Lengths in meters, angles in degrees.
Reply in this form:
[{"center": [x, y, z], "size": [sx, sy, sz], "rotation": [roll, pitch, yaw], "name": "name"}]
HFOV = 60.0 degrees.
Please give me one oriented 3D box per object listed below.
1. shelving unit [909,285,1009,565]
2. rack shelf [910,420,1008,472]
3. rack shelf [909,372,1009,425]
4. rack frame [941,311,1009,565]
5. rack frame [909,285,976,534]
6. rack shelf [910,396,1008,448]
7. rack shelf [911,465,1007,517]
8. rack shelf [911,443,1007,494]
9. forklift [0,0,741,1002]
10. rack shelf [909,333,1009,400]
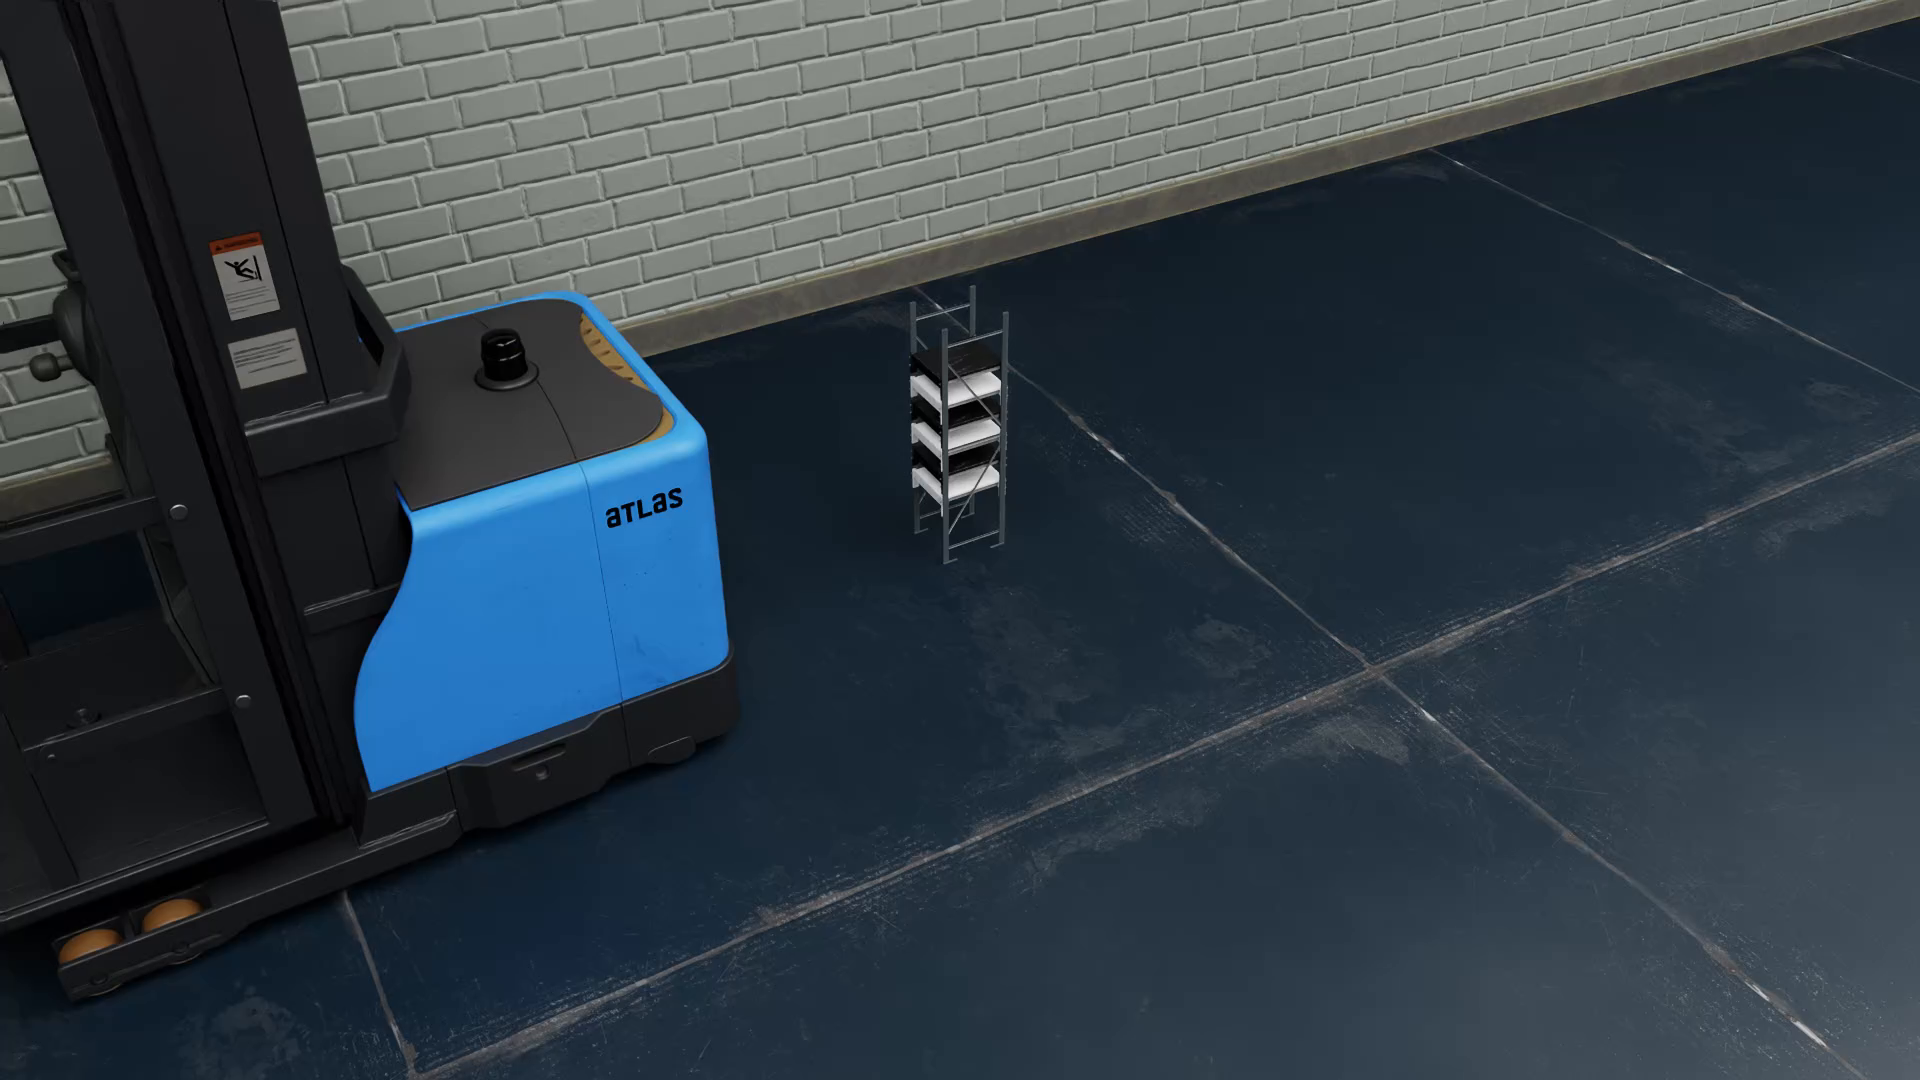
[{"center": [-0.004, -0.368, 5.490], "size": [0.258, 0.900, 0.210], "rotation": [-19, 40, -24], "name": "shelving unit"}, {"center": [-0.004, -0.341, 5.510], "size": [0.258, 0.077, 0.200], "rotation": [-19, 40, -24], "name": "rack shelf"}, {"center": [-0.004, -0.486, 5.404], "size": [0.258, 0.077, 0.200], "rotation": [-19, 40, -24], "name": "rack shelf"}, {"center": [0.047, -0.316, 5.419], "size": [0.240, 0.900, 0.006], "rotation": [-19, 40, -24], "name": "rack frame"}, {"center": [-0.055, -0.419, 5.561], "size": [0.240, 0.900, 0.006], "rotation": [-19, 40, -24], "name": "rack frame"}, {"center": [-0.004, -0.413, 5.457], "size": [0.258, 0.077, 0.200], "rotation": [-19, 40, -24], "name": "rack shelf"}, {"center": [-0.004, -0.195, 5.616], "size": [0.258, 0.077, 0.200], "rotation": [-19, 40, -24], "name": "rack shelf"}, {"center": [-0.004, -0.268, 5.563], "size": [0.258, 0.077, 0.200], "rotation": [-19, 40, -24], "name": "rack shelf"}, {"center": [-2.180, -0.397, 3.809], "size": [3.031, 2.935, 1.130], "rotation": [-19, 40, -24], "name": "forklift"}, {"center": [-0.004, -0.559, 5.351], "size": [0.258, 0.077, 0.200], "rotation": [-19, 40, -24], "name": "rack shelf"}]
